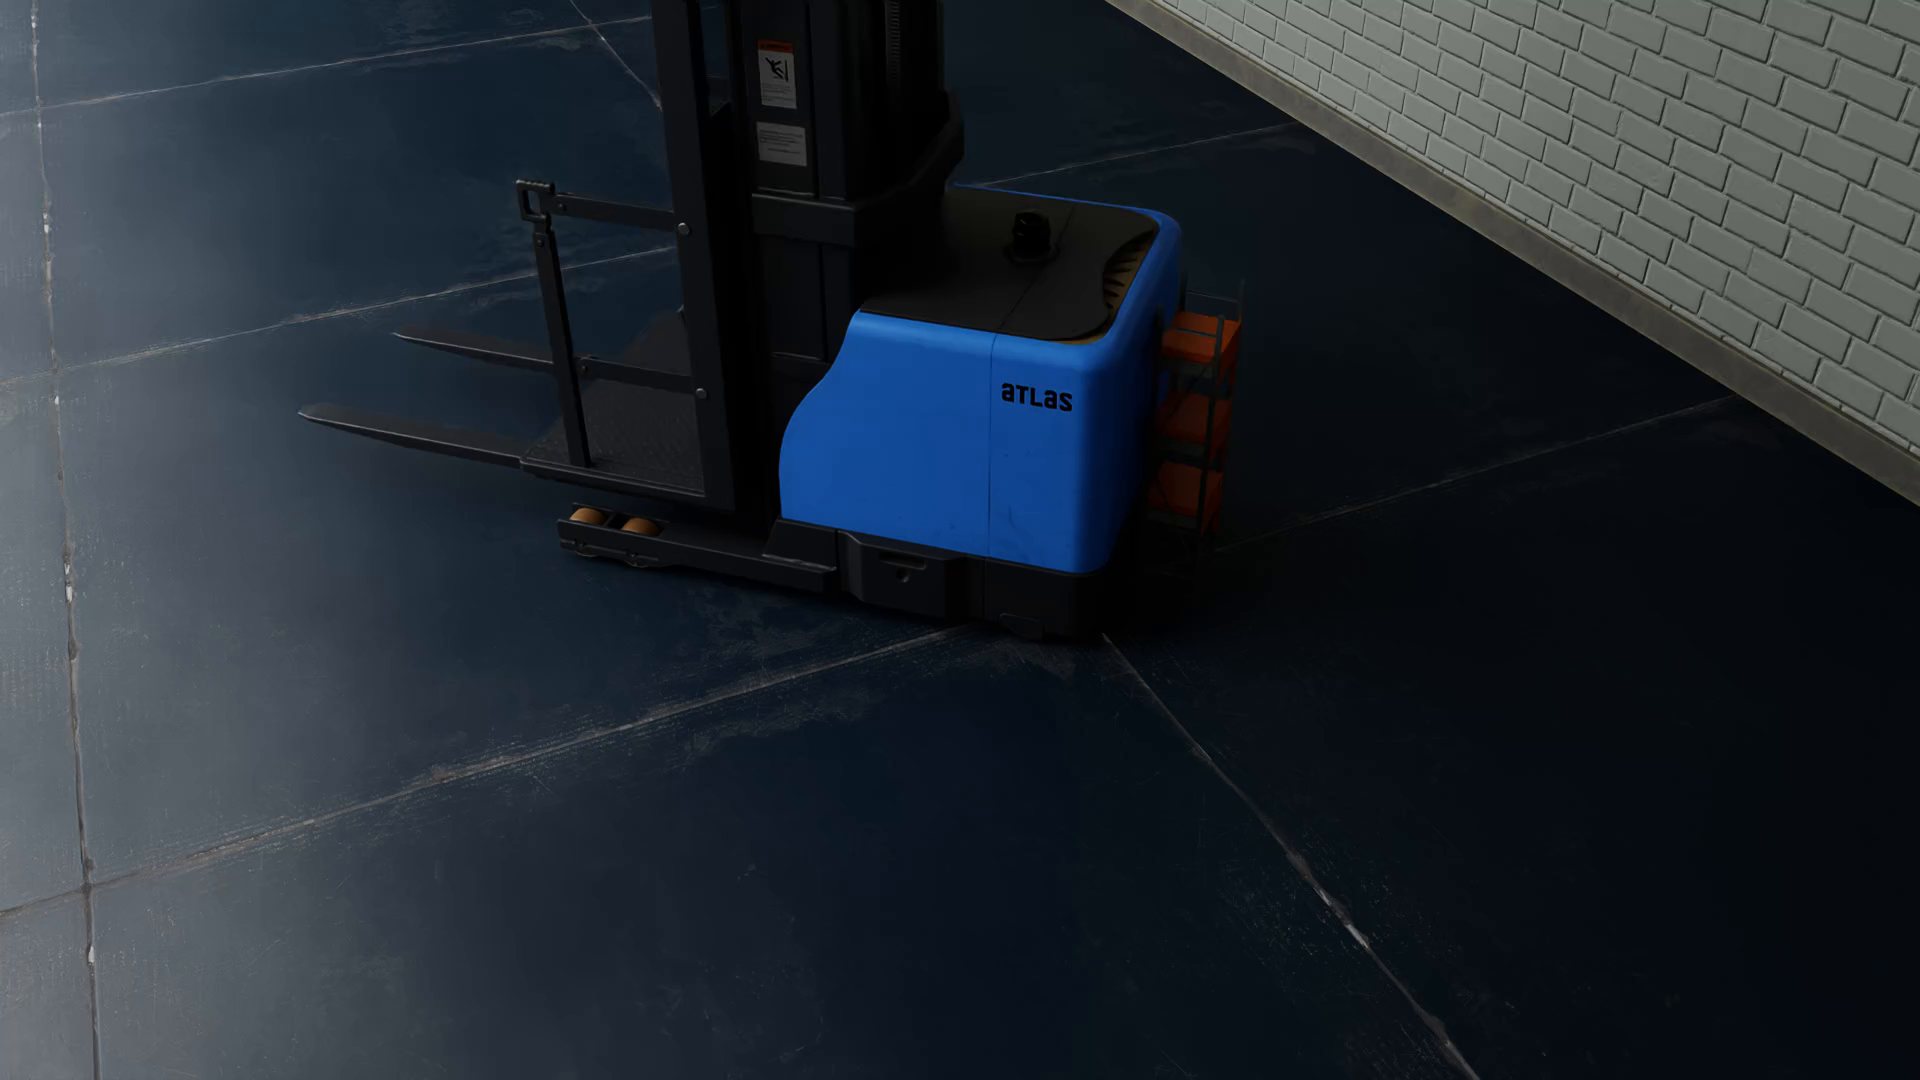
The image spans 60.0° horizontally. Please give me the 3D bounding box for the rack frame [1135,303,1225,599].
[{"bbox_3d":[0.680,-0.255,5.210,0.200,1.050,0.008,14,38,18],"label":"rack frame"}]

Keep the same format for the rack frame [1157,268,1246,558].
[{"bbox_3d":[0.774,-0.388,5.391,0.200,1.050,0.008,14,38,18],"label":"rack frame"}]

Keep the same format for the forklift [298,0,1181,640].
[{"bbox_3d":[-0.847,-1.370,5.137,3.031,2.935,1.130,11,38,14],"label":"forklift"}]

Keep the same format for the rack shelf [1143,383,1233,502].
[{"bbox_3d":[0.727,-0.313,5.307,0.215,0.259,0.240,14,38,18],"label":"rack shelf"}]

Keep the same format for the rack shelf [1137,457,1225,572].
[{"bbox_3d":[0.726,-0.089,5.471,0.215,0.259,0.240,14,38,18],"label":"rack shelf"}]

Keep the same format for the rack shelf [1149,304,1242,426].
[{"bbox_3d":[0.728,-0.542,5.139,0.215,0.259,0.240,14,38,18],"label":"rack shelf"}]

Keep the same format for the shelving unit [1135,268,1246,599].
[{"bbox_3d":[0.727,-0.322,5.301,0.215,1.050,0.252,14,38,18],"label":"shelving unit"}]
